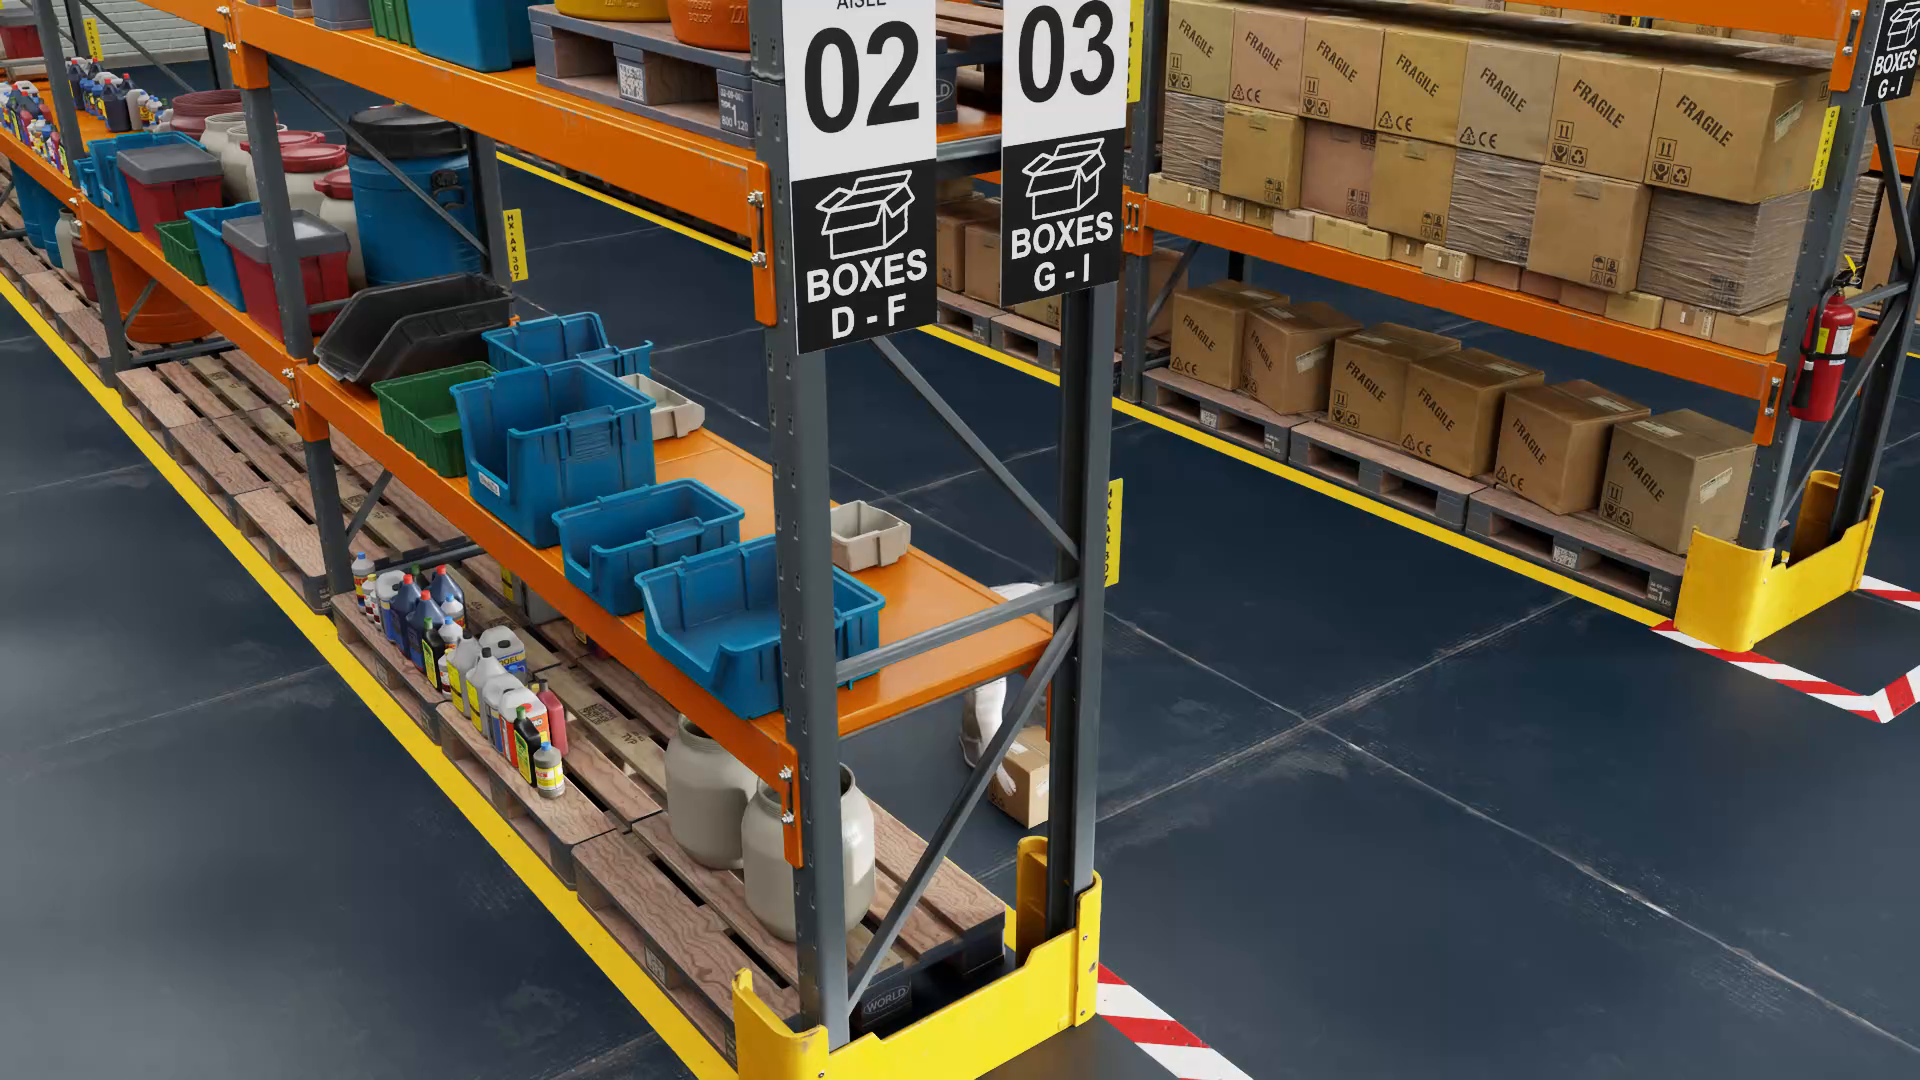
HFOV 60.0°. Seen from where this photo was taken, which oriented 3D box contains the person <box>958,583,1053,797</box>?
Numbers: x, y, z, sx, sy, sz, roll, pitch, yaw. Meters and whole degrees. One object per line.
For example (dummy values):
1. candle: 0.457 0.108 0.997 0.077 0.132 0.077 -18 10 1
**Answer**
1. person: 0.220 0.487 6.474 0.473 0.900 0.854 -8 26 -17
